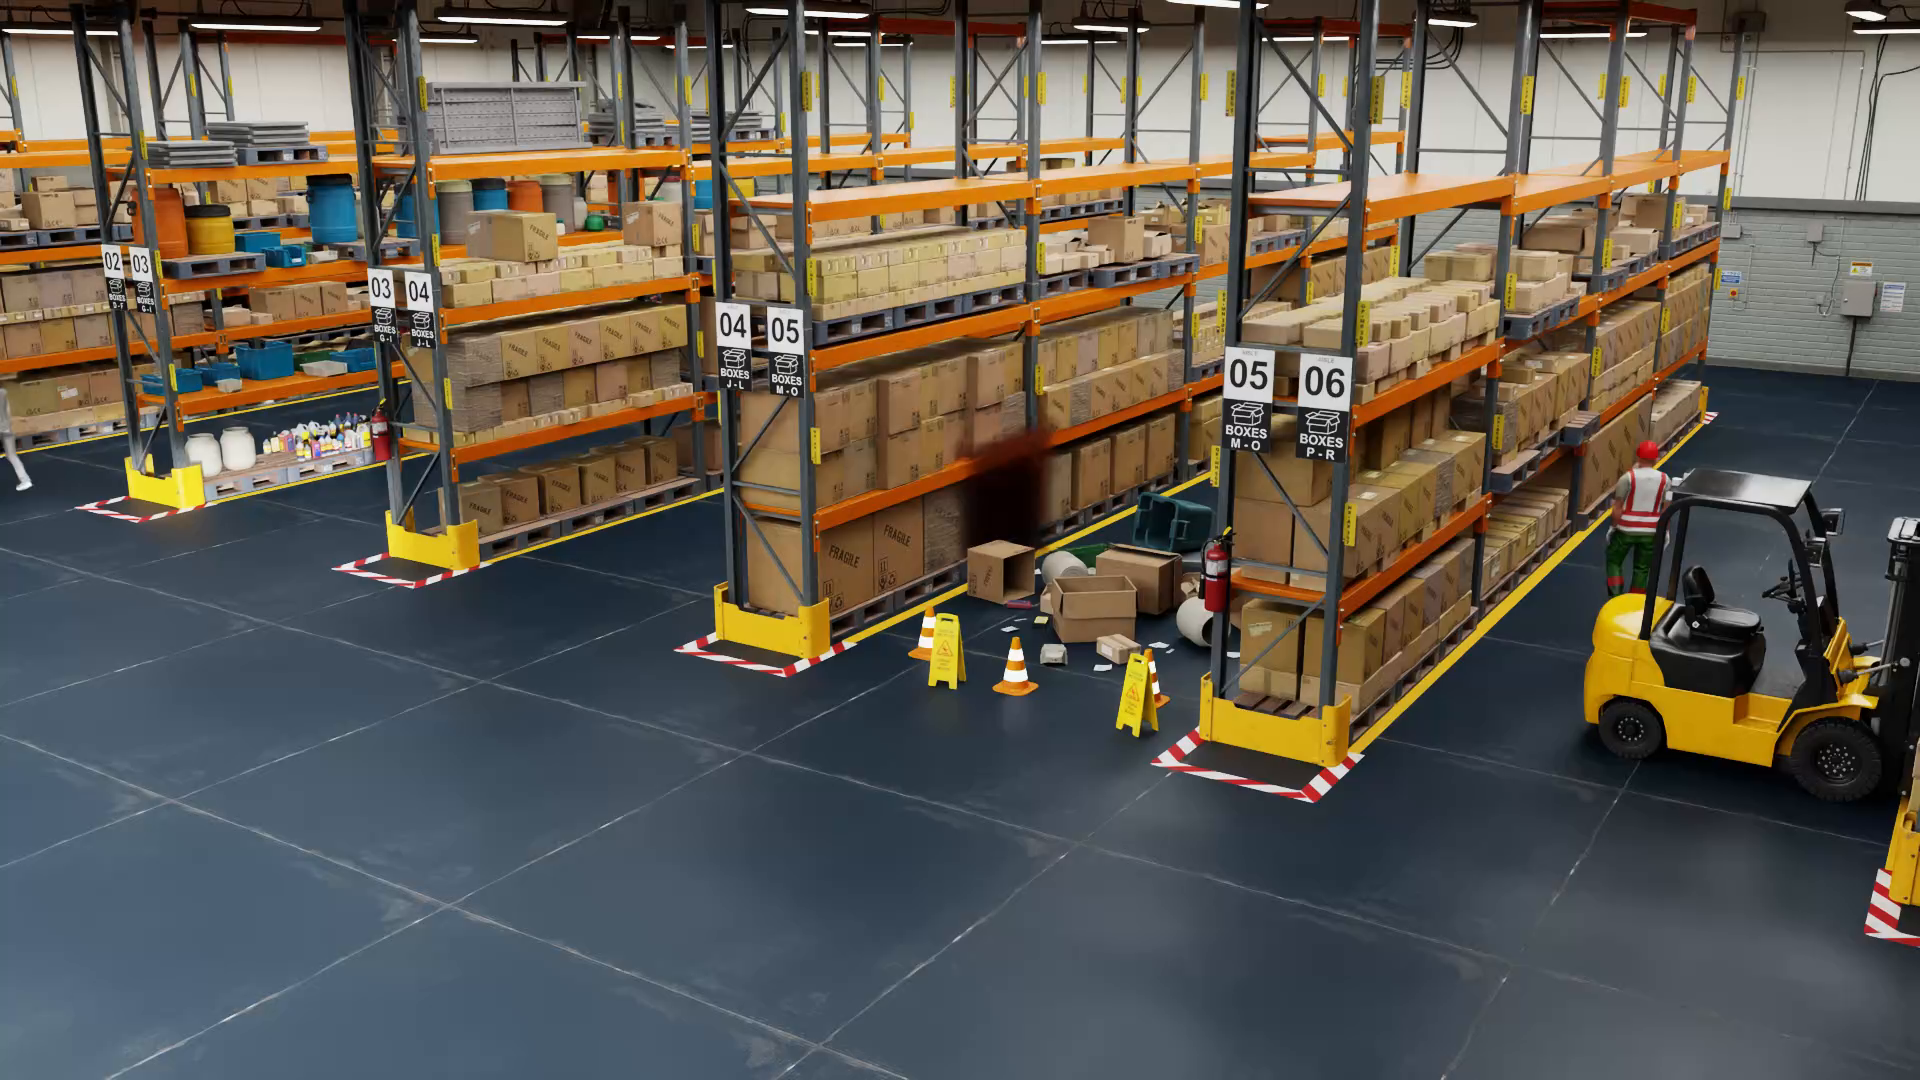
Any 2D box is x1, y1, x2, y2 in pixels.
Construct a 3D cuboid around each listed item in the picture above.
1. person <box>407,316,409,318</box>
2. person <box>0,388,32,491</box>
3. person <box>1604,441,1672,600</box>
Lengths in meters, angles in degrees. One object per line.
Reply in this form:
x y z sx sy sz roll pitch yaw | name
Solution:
-11.108 -4.879 33.697 0.411 1.592 0.984 6 17 22 | person
-12.328 -1.397 21.310 0.793 1.559 0.412 12 20 37 | person
6.591 -0.075 16.175 0.593 1.802 0.403 2 16 9 | person
